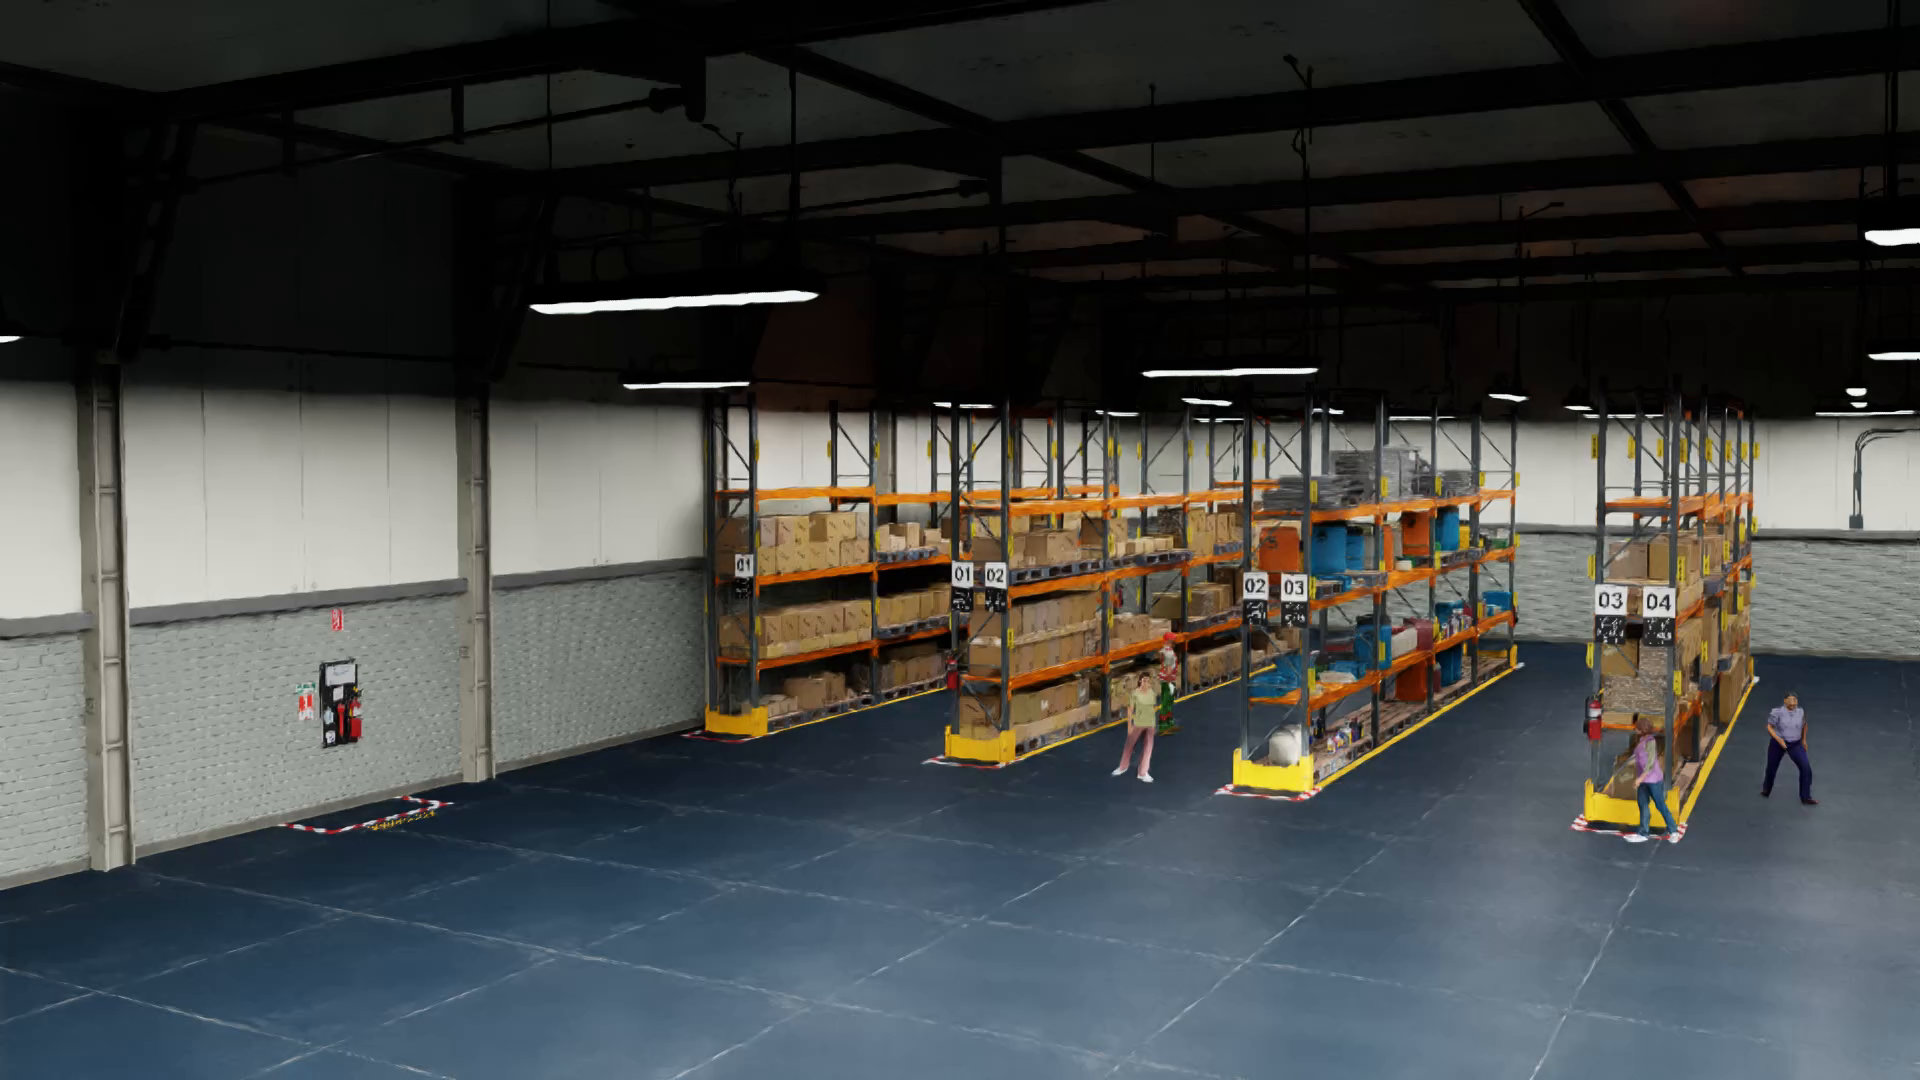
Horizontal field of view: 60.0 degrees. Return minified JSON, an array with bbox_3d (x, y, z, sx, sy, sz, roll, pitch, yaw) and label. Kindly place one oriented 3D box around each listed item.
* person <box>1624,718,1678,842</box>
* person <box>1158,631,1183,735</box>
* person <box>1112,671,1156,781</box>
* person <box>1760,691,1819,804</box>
[{"bbox_3d":[8.836,3.065,21.203,0.638,1.586,0.444,0,3,2],"label":"person"},{"bbox_3d":[3.721,2.473,29.300,0.468,1.732,0.625,0,3,2],"label":"person"},{"bbox_3d":[2.644,2.809,25.189,0.646,1.664,0.486,-1,3,-13],"label":"person"},{"bbox_3d":[11.822,2.921,23.731,0.655,1.578,0.824,1,3,12],"label":"person"}]
